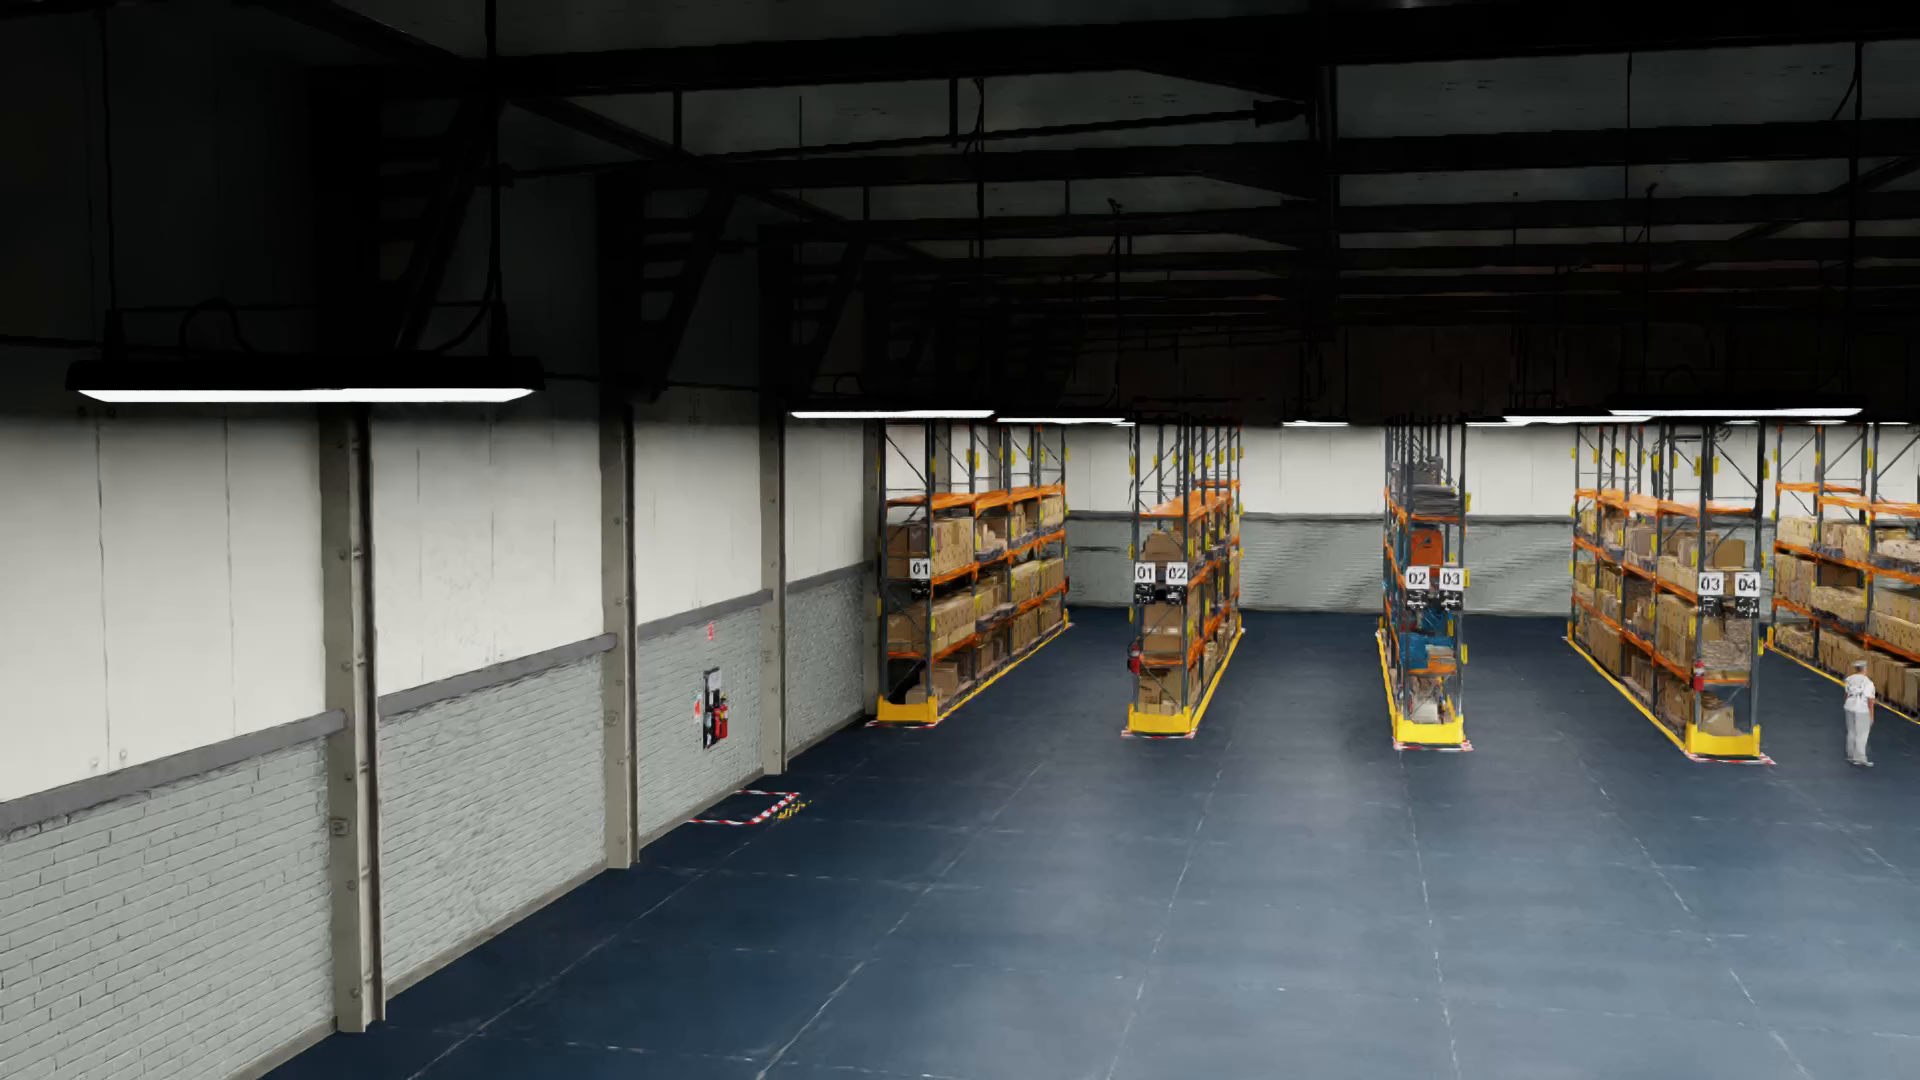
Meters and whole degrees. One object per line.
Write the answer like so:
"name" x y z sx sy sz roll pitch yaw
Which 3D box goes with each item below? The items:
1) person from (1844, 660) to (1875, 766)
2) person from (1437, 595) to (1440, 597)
"person" 15.307 2.922 28.251 0.476 1.758 0.593 -1 4 -16
"person" 12.347 1.941 42.769 0.616 1.759 0.530 -2 4 -29
